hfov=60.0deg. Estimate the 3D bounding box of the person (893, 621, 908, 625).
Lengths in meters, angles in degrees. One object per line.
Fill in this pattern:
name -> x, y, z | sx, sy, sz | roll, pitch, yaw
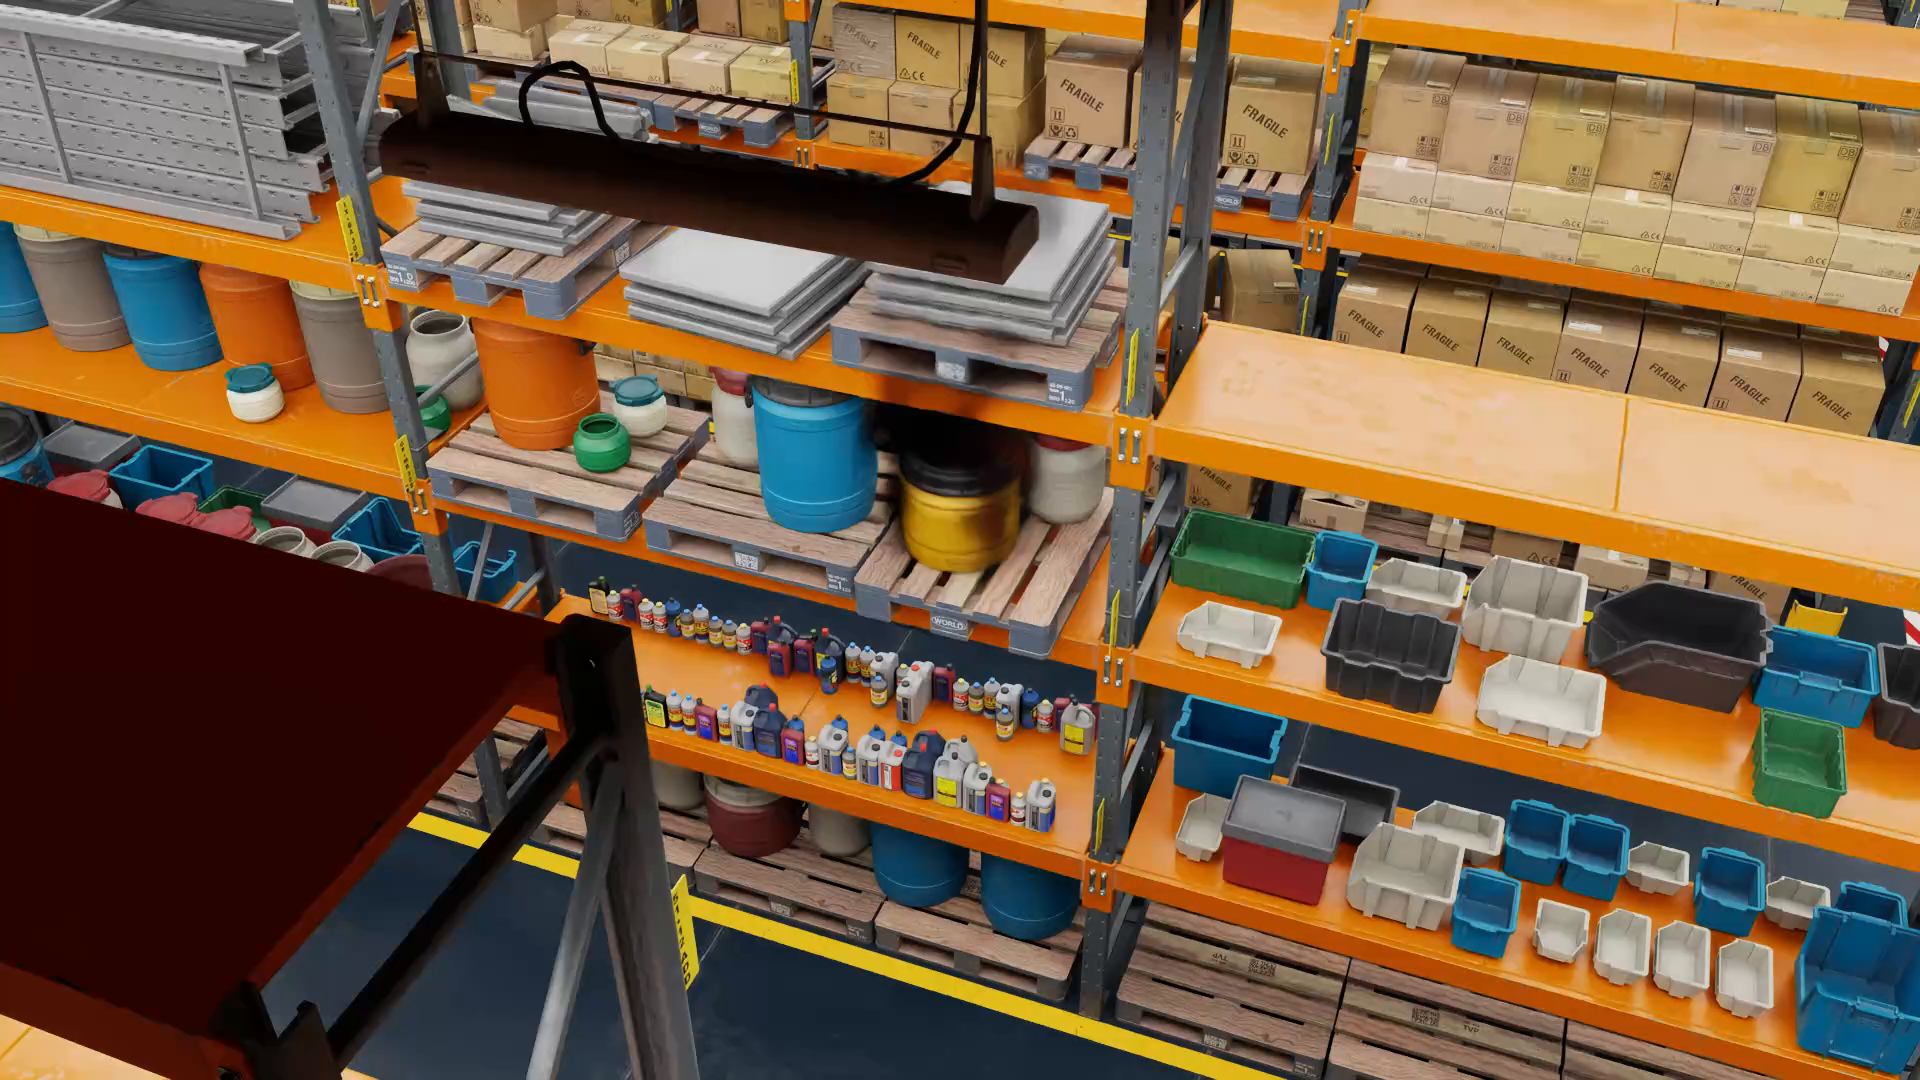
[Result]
person -> -0.048, -0.098, 12.025 | 0.954, 1.773, 0.664 | 6, 37, 7
